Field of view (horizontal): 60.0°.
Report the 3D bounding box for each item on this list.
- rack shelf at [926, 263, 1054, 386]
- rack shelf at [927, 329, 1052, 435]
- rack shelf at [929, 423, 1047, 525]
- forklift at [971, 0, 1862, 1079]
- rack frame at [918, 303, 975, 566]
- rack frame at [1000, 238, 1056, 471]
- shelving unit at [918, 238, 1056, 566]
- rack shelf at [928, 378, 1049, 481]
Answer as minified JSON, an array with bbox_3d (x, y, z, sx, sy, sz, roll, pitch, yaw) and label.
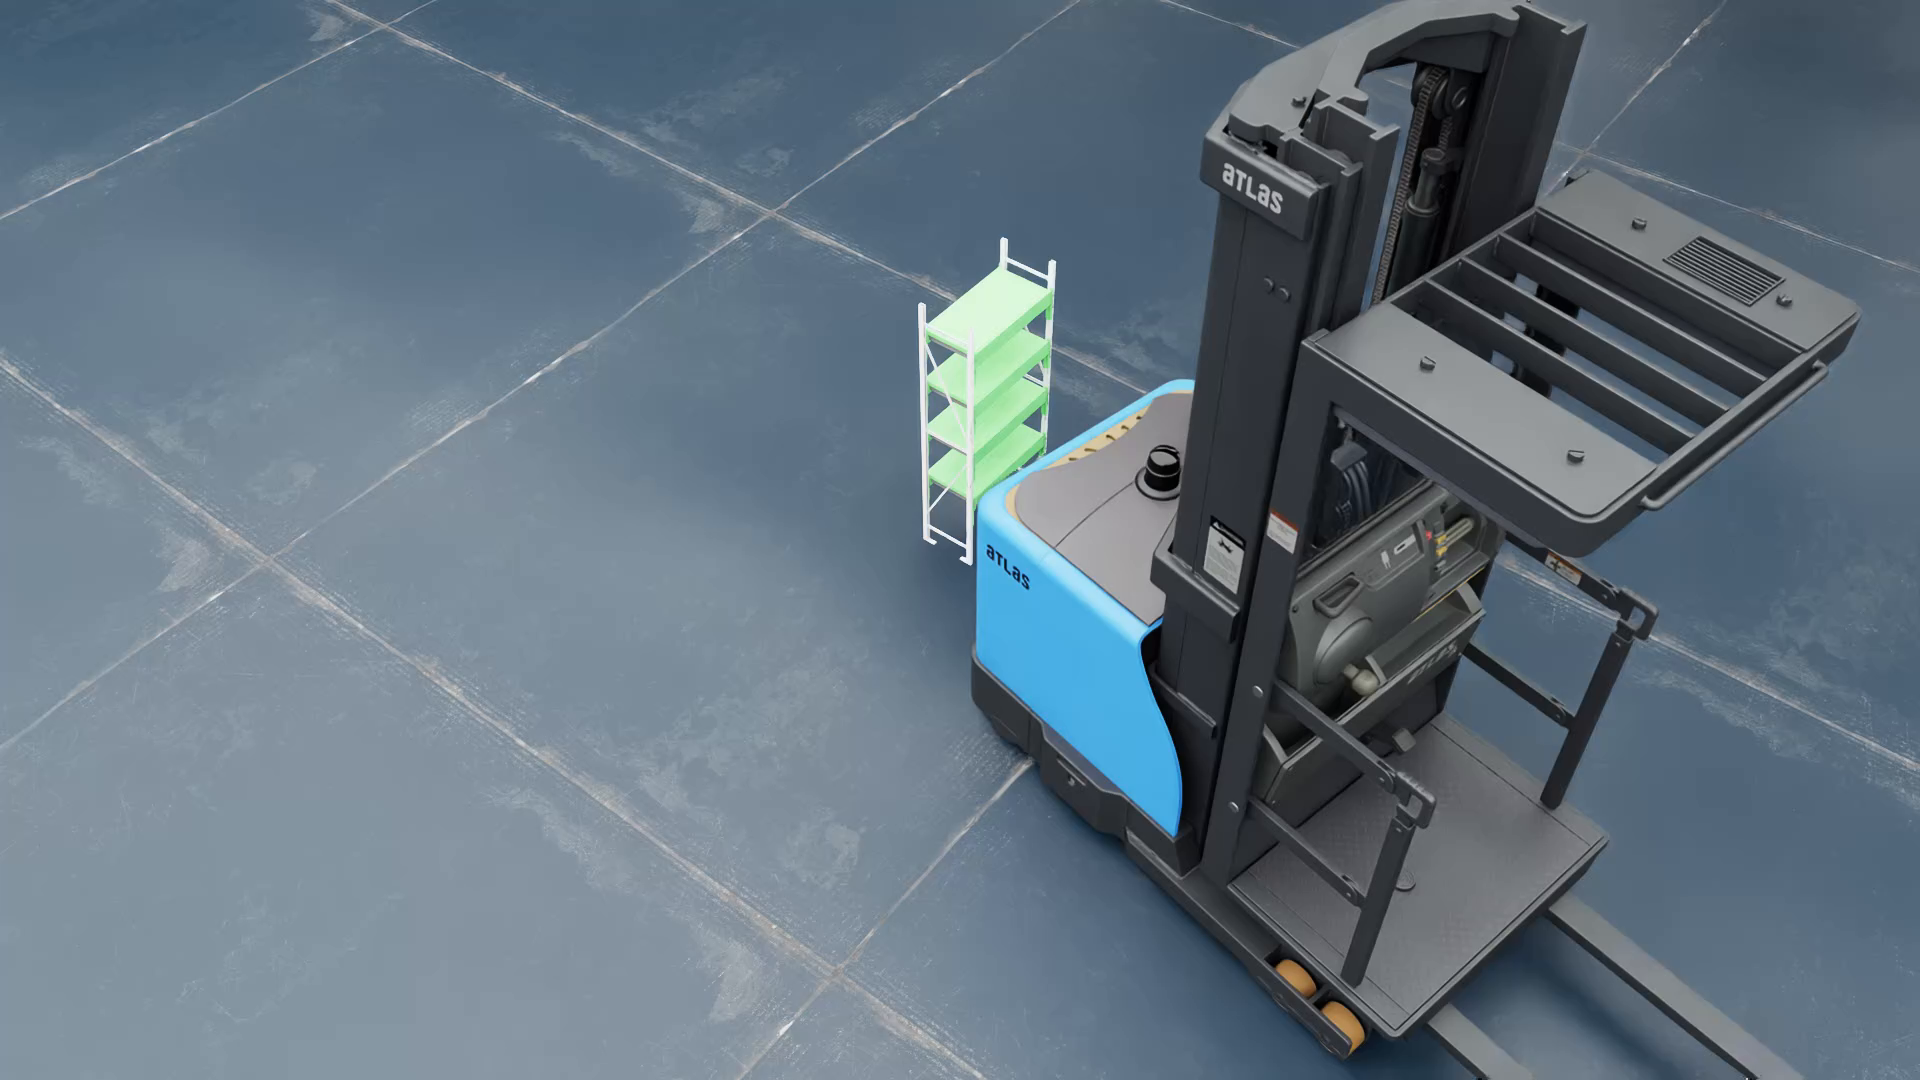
[{"bbox_3d":[0.101,-0.797,6.106,0.258,0.148,0.480,29,53,25],"label":"rack shelf"},{"bbox_3d":[0.101,-0.631,6.279,0.258,0.148,0.480,29,53,25],"label":"rack shelf"},{"bbox_3d":[0.101,-0.299,6.626,0.258,0.148,0.480,29,53,25],"label":"rack shelf"},{"bbox_3d":[1.377,0.179,4.552,1.130,2.935,3.031,-32,54,-27],"label":"forklift"},{"bbox_3d":[-0.048,-0.370,6.273,0.240,1.200,0.015,29,53,25],"label":"rack frame"},{"bbox_3d":[0.250,-0.649,6.540,0.240,1.200,0.015,29,53,25],"label":"rack frame"},{"bbox_3d":[0.101,-0.509,6.407,0.258,1.200,0.503,29,53,25],"label":"shelving unit"},{"bbox_3d":[0.101,-0.465,6.453,0.258,0.148,0.480,29,53,25],"label":"rack shelf"}]
